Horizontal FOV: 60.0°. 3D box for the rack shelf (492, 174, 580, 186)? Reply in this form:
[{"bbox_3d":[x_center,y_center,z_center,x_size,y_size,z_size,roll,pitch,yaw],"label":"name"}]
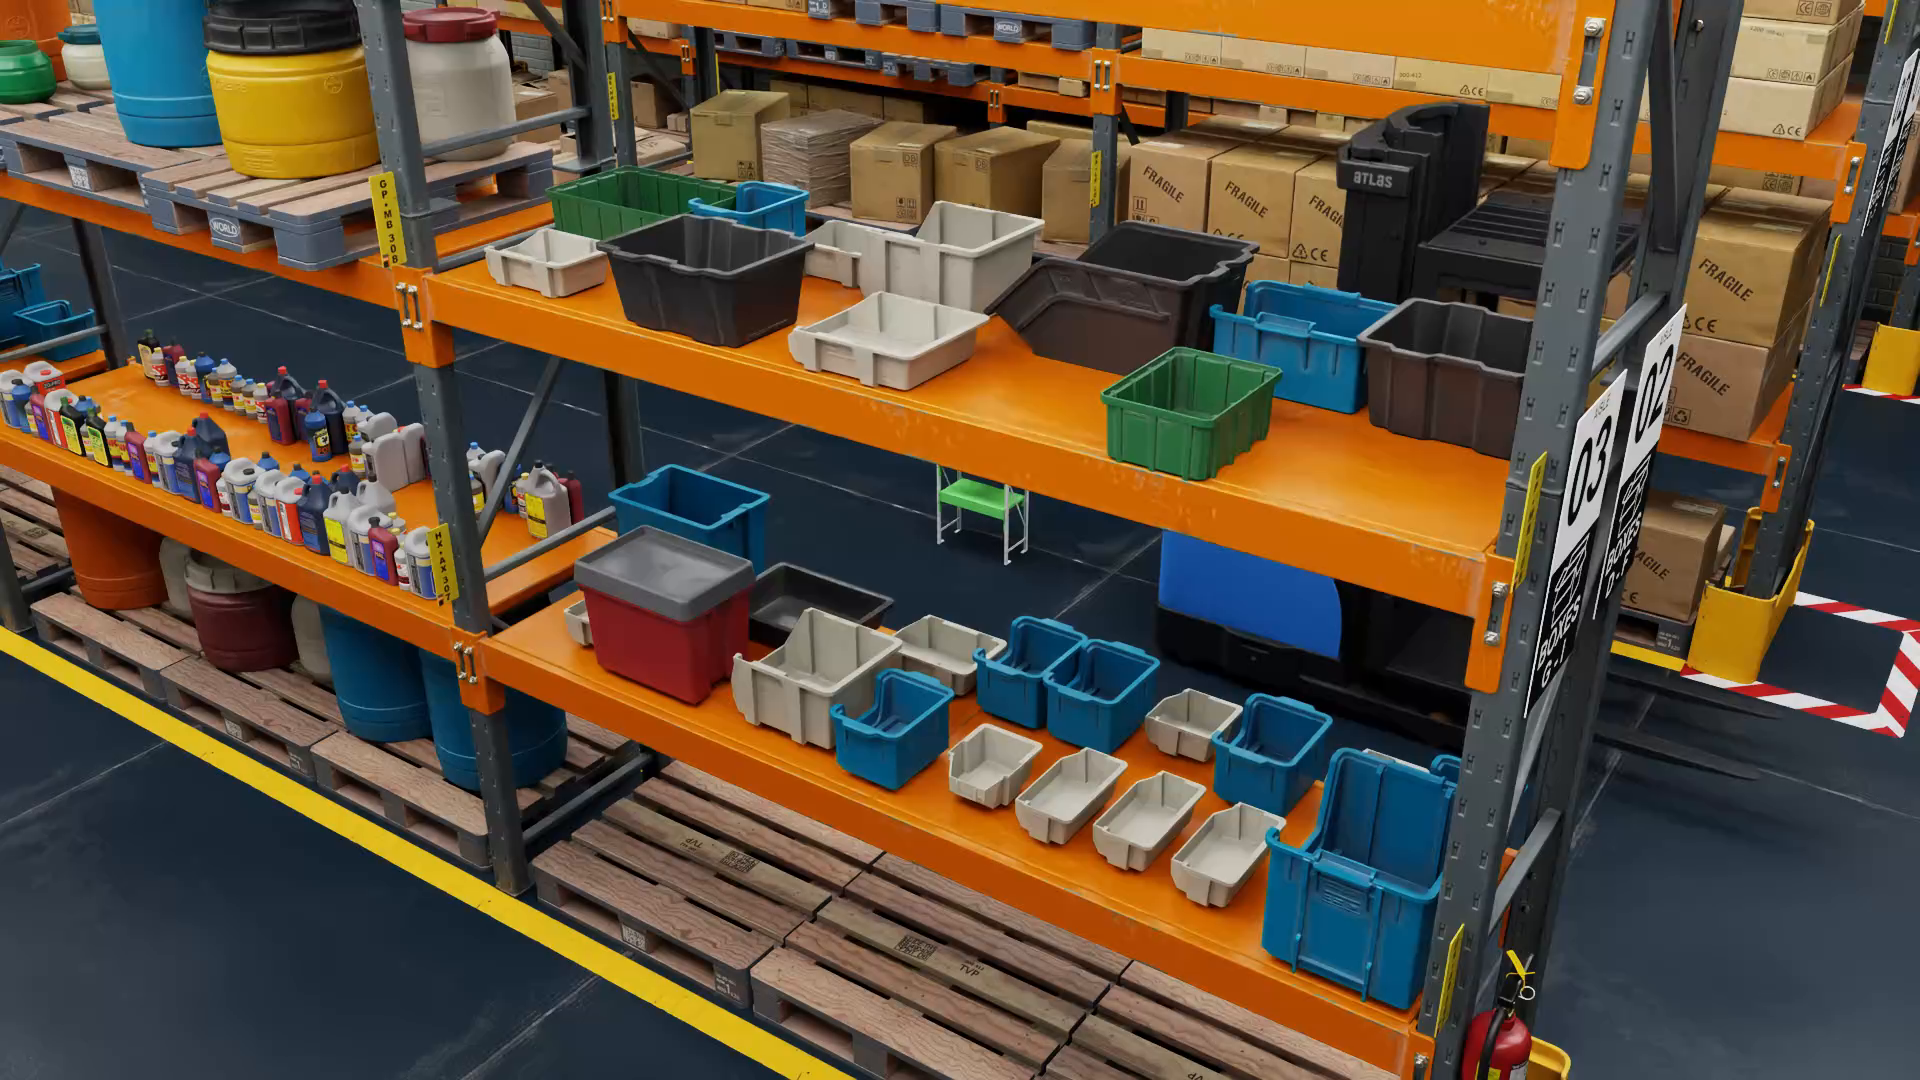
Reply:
[{"bbox_3d":[-3.829,-3.056,13.740,4.000,0.370,1.077,17,32,30],"label":"rack shelf"}]

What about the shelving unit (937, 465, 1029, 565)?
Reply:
[{"bbox_3d":[0.136,-0.492,9.894,0.503,1.200,0.258,17,32,30],"label":"shelving unit"}]

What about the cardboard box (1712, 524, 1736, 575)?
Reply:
[{"bbox_3d":[4.263,0.030,9.542,0.250,0.149,0.380,17,32,30],"label":"cardboard box"}]

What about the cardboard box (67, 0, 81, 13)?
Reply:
[{"bbox_3d":[-8.354,-5.402,16.016,0.500,0.500,0.700,17,32,30],"label":"cardboard box"}]

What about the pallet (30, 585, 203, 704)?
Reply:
[{"bbox_3d":[-4.315,0.418,9.196,1.213,0.211,1.003,17,32,30],"label":"pallet"}]

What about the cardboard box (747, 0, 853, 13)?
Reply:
[{"bbox_3d":[-0.953,-3.880,11.150,0.500,0.500,0.910,17,32,30],"label":"cardboard box"}]

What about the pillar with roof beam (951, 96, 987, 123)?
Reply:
[{"bbox_3d":[-2.398,-6.437,12.977,0.400,9.000,9.100,17,32,30],"label":"pillar with roof beam"}]

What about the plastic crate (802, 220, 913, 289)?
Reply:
[{"bbox_3d":[-0.427,-1.020,5.930,0.466,0.136,0.293,17,32,30],"label":"plastic crate"}]

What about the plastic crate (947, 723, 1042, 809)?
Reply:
[{"bbox_3d":[0.103,0.780,5.634,0.250,0.136,0.298,17,32,30],"label":"plastic crate"}]

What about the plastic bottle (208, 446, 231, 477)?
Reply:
[{"bbox_3d":[-3.405,-0.302,7.678,0.097,0.271,0.097,0,27,0],"label":"plastic bottle"}]

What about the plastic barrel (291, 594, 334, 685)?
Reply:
[{"bbox_3d":[-3.128,0.431,8.377,0.421,0.512,0.421,0,27,0],"label":"plastic barrel"}]

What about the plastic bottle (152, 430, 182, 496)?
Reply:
[{"bbox_3d":[-3.671,-0.369,7.804,0.135,0.276,0.152,17,32,30],"label":"plastic bottle"}]

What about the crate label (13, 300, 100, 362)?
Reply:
[{"bbox_3d":[-5.123,-1.186,9.457,0.416,0.233,0.303,17,32,30],"label":"crate label"}]

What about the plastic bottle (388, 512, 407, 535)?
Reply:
[{"bbox_3d":[-2.445,-0.022,7.205,0.097,0.201,0.097,0,27,0],"label":"plastic bottle"}]

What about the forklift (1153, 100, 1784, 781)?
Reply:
[{"bbox_3d":[2.563,-0.511,8.022,3.031,2.935,1.130,16,31,29],"label":"forklift"}]

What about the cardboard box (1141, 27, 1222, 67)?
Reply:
[{"bbox_3d":[1.377,-2.888,9.476,0.500,0.250,0.500,17,32,30],"label":"cardboard box"}]

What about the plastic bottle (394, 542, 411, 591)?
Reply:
[{"bbox_3d":[-2.310,0.104,6.958,0.097,0.201,0.097,0,27,0],"label":"plastic bottle"}]

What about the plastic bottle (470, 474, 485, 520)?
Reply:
[{"bbox_3d":[-2.214,-0.200,7.555,0.097,0.201,0.097,0,27,0],"label":"plastic bottle"}]

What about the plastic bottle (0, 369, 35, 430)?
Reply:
[{"bbox_3d":[-4.815,-0.725,8.503,0.135,0.276,0.152,17,32,30],"label":"plastic bottle"}]

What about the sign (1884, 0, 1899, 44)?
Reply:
[{"bbox_3d":[4.083,-2.338,7.253,0.005,0.325,0.100,17,32,30],"label":"sign"}]

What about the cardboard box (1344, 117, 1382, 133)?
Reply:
[{"bbox_3d":[3.479,-3.567,14.206,0.250,0.149,0.380,18,32,31],"label":"cardboard box"}]

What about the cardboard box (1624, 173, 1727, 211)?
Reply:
[{"bbox_3d":[3.762,-1.643,8.958,0.500,0.500,0.500,18,32,31],"label":"cardboard box"}]

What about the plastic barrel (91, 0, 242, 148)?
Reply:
[{"bbox_3d":[-3.185,-2.113,6.772,0.708,0.901,0.600,17,32,30],"label":"plastic barrel"}]

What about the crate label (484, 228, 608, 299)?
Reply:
[{"bbox_3d":[-1.451,-0.970,5.833,0.466,0.136,0.293,17,32,30],"label":"crate label"}]

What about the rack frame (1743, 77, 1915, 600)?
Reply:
[{"bbox_3d":[4.414,-0.808,8.531,0.127,3.000,1.000,17,32,30],"label":"rack frame"}]

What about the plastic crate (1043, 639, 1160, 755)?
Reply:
[{"bbox_3d":[0.504,0.566,5.950,0.300,0.233,0.416,17,32,30],"label":"plastic crate"}]

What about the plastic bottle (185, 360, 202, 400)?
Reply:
[{"bbox_3d":[-4.058,-0.858,8.848,0.097,0.201,0.097,0,27,0],"label":"plastic bottle"}]

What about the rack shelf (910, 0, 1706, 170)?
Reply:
[{"bbox_3d":[-0.043,-1.646,4.797,4.000,0.370,1.077,17,32,30],"label":"rack shelf"}]

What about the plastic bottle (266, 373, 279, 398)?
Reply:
[{"bbox_3d":[-3.471,-0.722,8.490,0.133,0.283,0.061,17,32,30],"label":"plastic bottle"}]

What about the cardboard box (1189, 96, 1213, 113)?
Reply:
[{"bbox_3d":[2.244,-3.982,15.022,0.250,0.149,0.380,18,32,32],"label":"cardboard box"}]

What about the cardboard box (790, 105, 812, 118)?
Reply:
[{"bbox_3d":[-1.606,-4.528,18.112,0.500,0.500,0.700,17,31,29],"label":"cardboard box"}]

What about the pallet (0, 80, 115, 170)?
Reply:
[{"bbox_3d":[-4.413,-2.032,7.836,1.213,0.211,1.003,17,32,30],"label":"pallet"}]

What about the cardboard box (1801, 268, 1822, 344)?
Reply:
[{"bbox_3d":[6.582,-1.877,12.924,0.500,0.500,0.700,17,32,30],"label":"cardboard box"}]

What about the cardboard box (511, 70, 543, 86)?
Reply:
[{"bbox_3d":[-5.454,-5.557,20.341,0.500,0.311,0.500,14,30,25],"label":"cardboard box"}]

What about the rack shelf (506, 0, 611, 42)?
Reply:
[{"bbox_3d":[-3.829,-4.393,13.060,4.000,0.370,1.077,17,32,30],"label":"rack shelf"}]

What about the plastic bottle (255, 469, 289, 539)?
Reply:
[{"bbox_3d":[-3.027,-0.168,7.409,0.135,0.276,0.152,17,32,30],"label":"plastic bottle"}]

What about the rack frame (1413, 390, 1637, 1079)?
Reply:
[{"bbox_3d":[1.606,1.042,4.894,0.127,3.000,1.000,17,32,30],"label":"rack frame"}]

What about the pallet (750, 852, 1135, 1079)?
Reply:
[{"bbox_3d":[-0.053,1.745,6.588,1.213,0.211,1.003,17,32,30],"label":"pallet"}]

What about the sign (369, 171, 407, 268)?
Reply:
[{"bbox_3d":[-2.004,-1.120,5.827,0.005,0.325,0.100,17,32,30],"label":"sign"}]

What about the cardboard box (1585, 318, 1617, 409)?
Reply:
[{"bbox_3d":[3.461,-0.998,8.794,0.500,0.500,0.500,18,32,31],"label":"cardboard box"}]

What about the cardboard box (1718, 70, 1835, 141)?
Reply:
[{"bbox_3d":[3.841,-2.112,7.951,0.500,0.250,0.500,17,32,30],"label":"cardboard box"}]

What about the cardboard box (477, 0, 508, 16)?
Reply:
[{"bbox_3d":[-5.315,-6.340,19.544,0.500,0.250,0.500,16,31,29],"label":"cardboard box"}]

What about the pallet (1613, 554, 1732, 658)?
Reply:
[{"bbox_3d":[3.693,0.211,9.604,1.213,0.211,1.003,17,32,30],"label":"pallet"}]

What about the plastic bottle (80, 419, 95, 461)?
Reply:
[{"bbox_3d":[-4.243,-0.498,8.141,0.097,0.201,0.097,0,27,0],"label":"plastic bottle"}]

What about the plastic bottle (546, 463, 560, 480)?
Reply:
[{"bbox_3d":[-1.862,-0.221,7.505,0.133,0.283,0.061,17,32,30],"label":"plastic bottle"}]

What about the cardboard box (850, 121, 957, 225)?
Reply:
[{"bbox_3d":[-0.375,-2.498,11.278,0.500,0.500,0.700,9,28,18],"label":"cardboard box"}]

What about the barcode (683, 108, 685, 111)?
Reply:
[{"bbox_3d":[-3.207,-5.031,19.407,0.075,0.075,0.001,17,32,30],"label":"barcode"}]

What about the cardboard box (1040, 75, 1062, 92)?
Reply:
[{"bbox_3d":[0.964,-4.374,15.792,0.250,0.149,0.380,18,32,31],"label":"cardboard box"}]

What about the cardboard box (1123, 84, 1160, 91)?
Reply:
[{"bbox_3d":[1.711,-4.416,15.159,0.500,0.500,0.500,17,32,30],"label":"cardboard box"}]

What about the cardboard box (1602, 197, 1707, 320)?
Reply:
[{"bbox_3d":[3.474,-1.440,8.559,0.500,0.500,0.500,18,32,32],"label":"cardboard box"}]

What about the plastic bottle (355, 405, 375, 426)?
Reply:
[{"bbox_3d":[-2.891,-0.526,8.118,0.097,0.271,0.097,0,27,0],"label":"plastic bottle"}]
